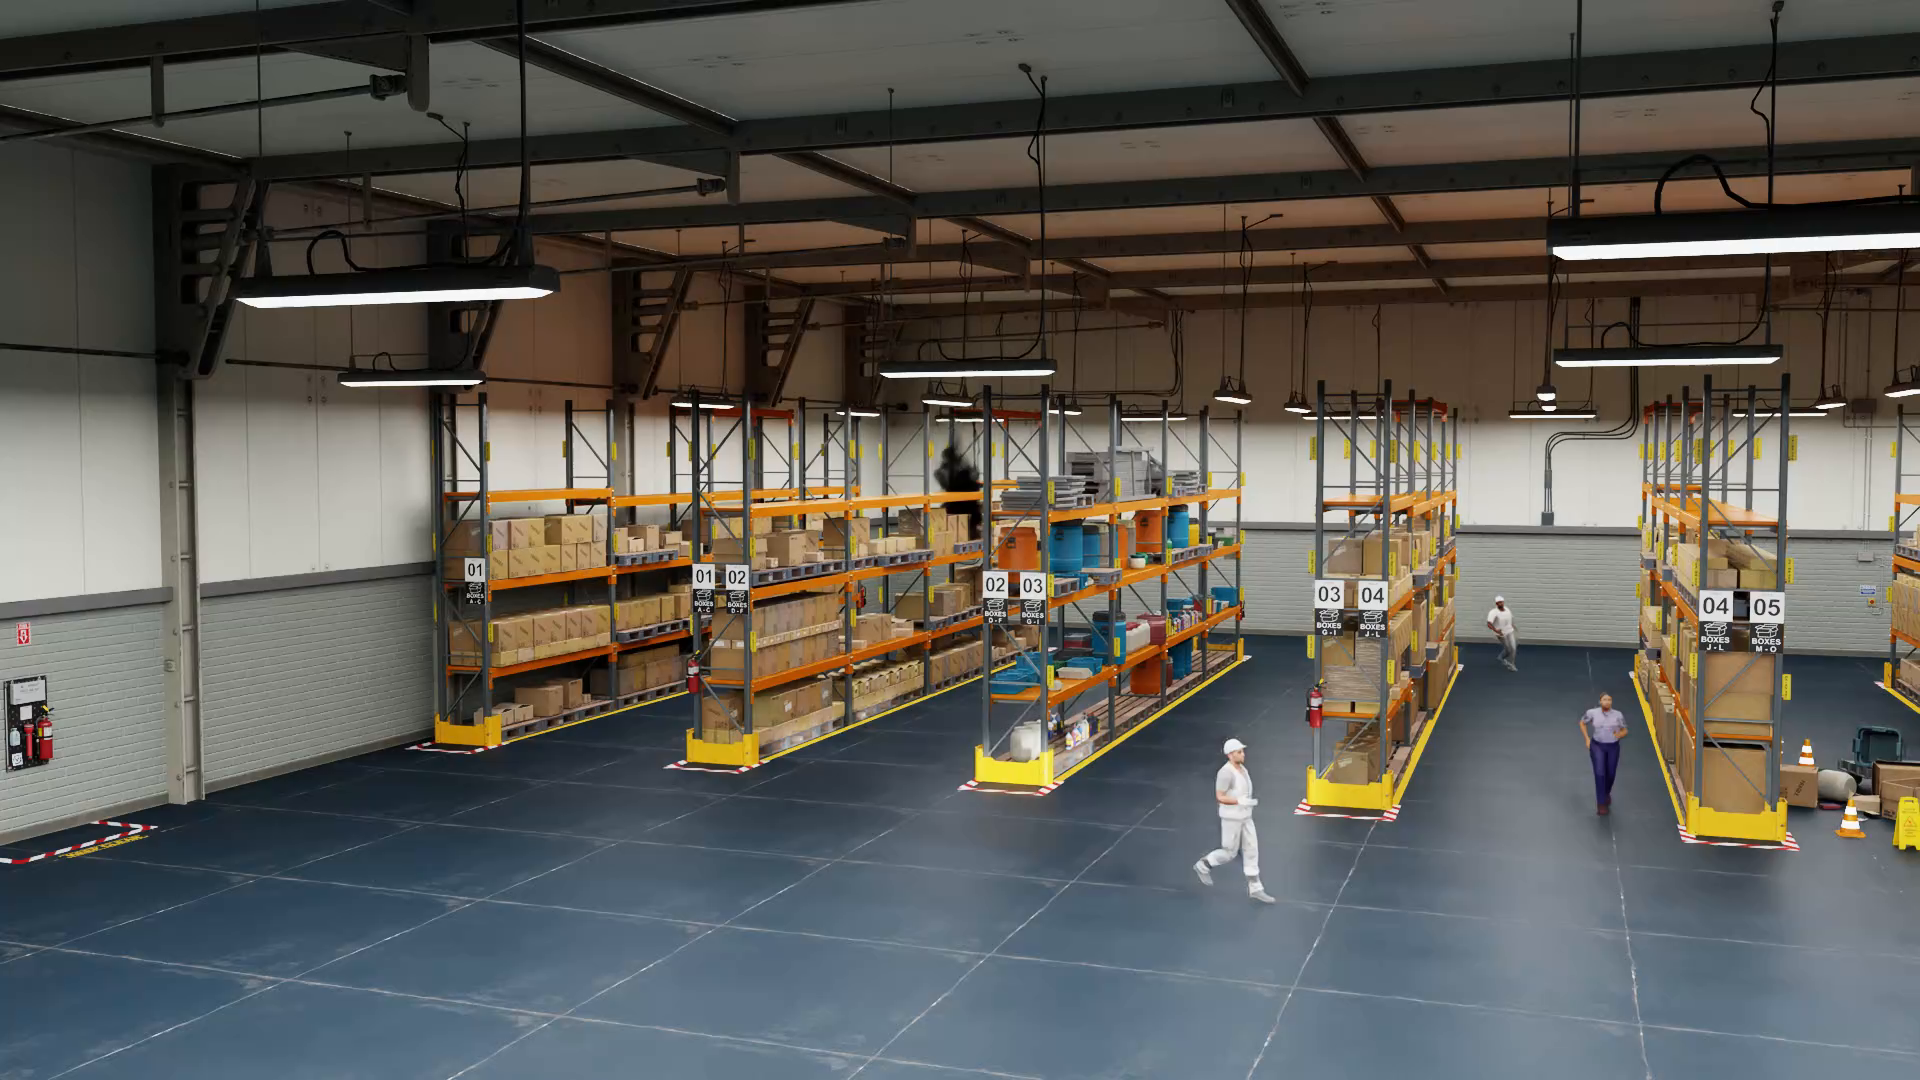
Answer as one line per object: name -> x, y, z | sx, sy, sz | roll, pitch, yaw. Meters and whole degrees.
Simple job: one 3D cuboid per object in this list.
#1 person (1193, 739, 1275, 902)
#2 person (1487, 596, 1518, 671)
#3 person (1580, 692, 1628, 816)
person -> 3.064, 3.102, 18.524 | 0.985, 1.776, 0.654 | 2, 4, 39
person -> 12.418, 2.132, 38.038 | 0.733, 1.703, 0.619 | -1, 3, -16
person -> 8.983, 2.946, 23.186 | 0.602, 1.671, 0.813 | 1, 3, 10
